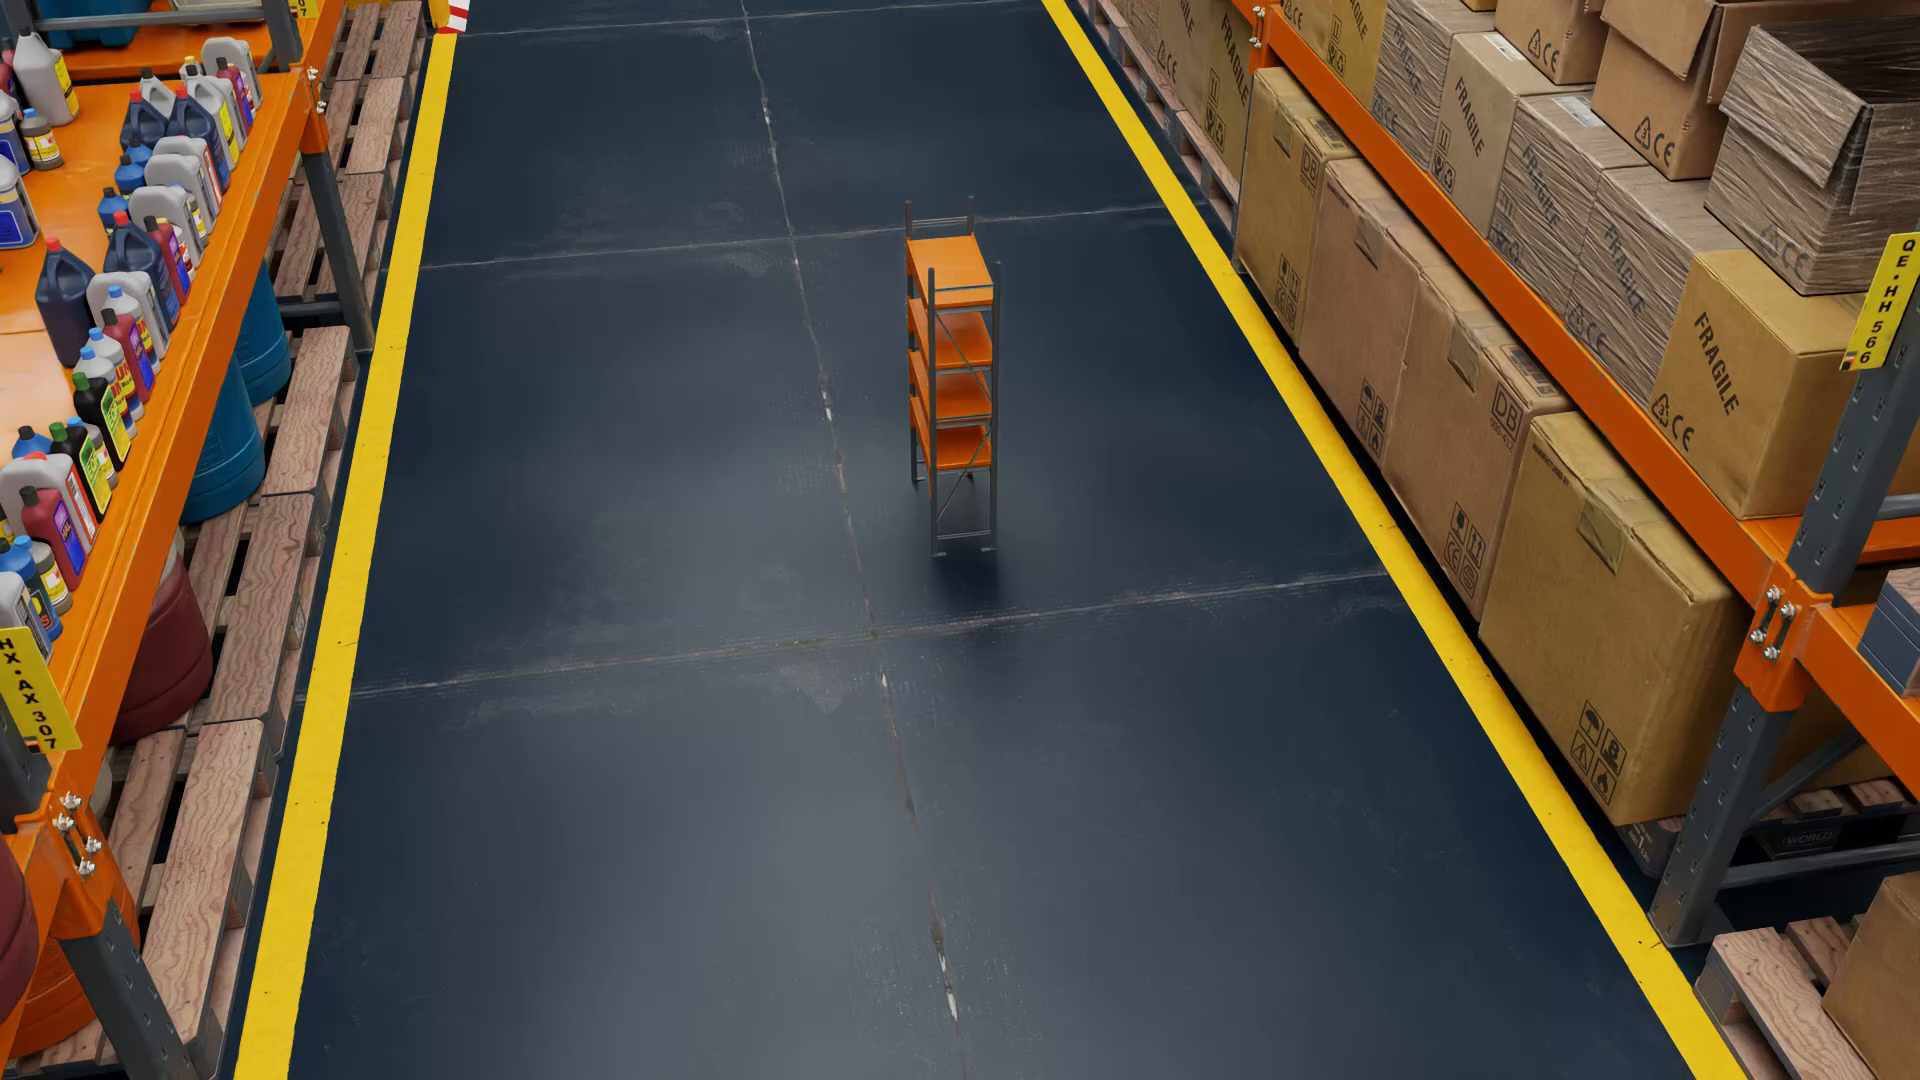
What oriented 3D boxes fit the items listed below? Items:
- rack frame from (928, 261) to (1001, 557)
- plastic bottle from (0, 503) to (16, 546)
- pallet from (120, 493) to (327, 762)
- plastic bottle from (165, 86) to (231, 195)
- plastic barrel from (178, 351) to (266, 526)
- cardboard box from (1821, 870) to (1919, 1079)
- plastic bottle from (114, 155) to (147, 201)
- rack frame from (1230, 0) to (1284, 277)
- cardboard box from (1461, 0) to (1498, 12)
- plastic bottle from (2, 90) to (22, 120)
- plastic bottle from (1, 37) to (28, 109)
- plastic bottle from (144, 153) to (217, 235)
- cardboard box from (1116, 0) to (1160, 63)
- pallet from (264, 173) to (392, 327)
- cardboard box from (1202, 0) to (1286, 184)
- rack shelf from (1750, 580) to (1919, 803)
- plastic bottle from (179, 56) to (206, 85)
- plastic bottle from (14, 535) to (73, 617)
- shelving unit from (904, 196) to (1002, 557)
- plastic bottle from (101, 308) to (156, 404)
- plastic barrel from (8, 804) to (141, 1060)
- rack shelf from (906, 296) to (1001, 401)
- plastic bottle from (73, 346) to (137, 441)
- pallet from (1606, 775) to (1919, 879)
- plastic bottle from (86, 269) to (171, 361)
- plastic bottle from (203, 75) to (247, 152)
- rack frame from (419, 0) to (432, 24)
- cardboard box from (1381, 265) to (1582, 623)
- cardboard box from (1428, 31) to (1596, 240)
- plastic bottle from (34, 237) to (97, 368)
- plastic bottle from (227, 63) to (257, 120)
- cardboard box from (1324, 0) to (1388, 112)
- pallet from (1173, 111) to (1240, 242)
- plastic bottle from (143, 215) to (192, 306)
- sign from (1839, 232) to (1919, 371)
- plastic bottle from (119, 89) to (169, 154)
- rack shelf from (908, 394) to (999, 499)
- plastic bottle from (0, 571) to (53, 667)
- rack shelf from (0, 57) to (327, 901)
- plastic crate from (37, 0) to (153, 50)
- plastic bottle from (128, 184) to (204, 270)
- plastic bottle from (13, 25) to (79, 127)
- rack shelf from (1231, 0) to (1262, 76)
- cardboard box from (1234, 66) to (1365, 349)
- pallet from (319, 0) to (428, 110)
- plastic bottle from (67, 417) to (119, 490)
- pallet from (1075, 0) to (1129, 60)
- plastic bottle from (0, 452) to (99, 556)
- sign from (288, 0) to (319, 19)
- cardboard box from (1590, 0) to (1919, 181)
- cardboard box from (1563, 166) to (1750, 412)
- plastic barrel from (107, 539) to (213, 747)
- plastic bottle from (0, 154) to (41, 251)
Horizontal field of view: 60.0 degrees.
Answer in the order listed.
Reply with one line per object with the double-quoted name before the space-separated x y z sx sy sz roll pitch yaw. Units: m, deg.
"rack frame" 0.014 -0.426 5.821 0.240 1.200 0.015 -6 38 -8
"plastic bottle" -2.337 -0.044 4.024 0.097 0.201 0.097 0 38 0
"pallet" -2.768 0.323 5.663 1.003 0.211 1.213 -6 38 -8
"plastic bottle" -2.564 -1.337 5.566 0.144 0.351 0.185 -6 38 -8
"plastic barrel" -2.877 -0.567 5.903 0.600 0.901 0.708 -6 38 -8
"cardboard box" 2.635 1.112 4.053 0.700 0.500 0.500 -8 39 -10
"plastic bottle" -2.636 -1.102 5.329 0.097 0.271 0.097 0 38 0
"rack frame" 1.796 -2.520 7.049 1.000 3.000 0.127 -6 38 -8
"cardboard box" 2.025 -2.155 5.680 0.797 0.503 0.637 -6 38 -7
"plastic bottle" -3.374 -1.494 5.889 0.097 0.201 0.097 0 38 0
"plastic bottle" -3.436 -1.674 6.055 0.061 0.283 0.133 -6 38 -8
"plastic bottle" -2.516 -1.129 5.359 0.152 0.276 0.135 -6 38 -8
"cardboard box" 1.446 -3.336 9.488 0.875 0.875 0.875 -6 38 -8
"pallet" -3.247 -1.326 7.785 1.003 0.211 1.213 -6 38 -8
"cardboard box" 1.759 -2.254 8.096 0.875 0.875 0.875 -6 38 -8
"rack shelf" 2.848 1.388 2.605 1.077 0.370 4.000 -6 38 -8
"plastic bottle" -2.812 -1.681 6.131 0.097 0.201 0.097 0 38 0
"plastic bottle" -2.147 0.079 3.865 0.097 0.201 0.097 0 38 0
"shelving unit" -0.029 -0.574 6.011 0.258 1.200 0.503 -6 38 -8
"plastic bottle" -2.294 -0.525 4.575 0.061 0.283 0.133 -6 38 -8
"plastic barrel" -2.481 0.826 4.169 0.600 0.830 0.708 -6 38 -8
"rack shelf" -0.029 -0.697 5.915 0.258 0.148 0.480 -6 38 -8
"plastic bottle" -2.275 -0.389 4.411 0.097 0.271 0.097 0 38 0
"pallet" 2.434 0.513 5.418 1.003 0.211 1.213 -6 38 -8
"plastic bottle" -2.379 -0.656 4.751 0.152 0.276 0.135 -6 38 -8
"plastic bottle" -2.628 -1.515 5.856 0.152 0.276 0.135 -6 38 -8
"rack frame" -3.781 -4.404 9.473 1.000 3.000 0.127 -6 38 -8
"cardboard box" 2.248 -0.389 5.696 1.225 0.875 0.875 -6 38 -8
"cardboard box" 1.903 -1.338 5.445 0.500 0.500 0.500 -6 38 -7
"plastic bottle" -2.530 -0.685 4.727 0.144 0.351 0.185 -6 38 -8
"plastic bottle" -2.645 -1.639 6.076 0.097 0.201 0.097 0 38 0
"cardboard box" 1.720 -1.952 6.236 0.500 0.500 0.500 -6 38 -8
"pallet" 1.740 -1.887 8.507 1.003 0.211 1.213 -6 38 -8
"plastic bottle" -2.390 -0.857 5.003 0.061 0.283 0.133 -6 38 -8
"sign" 1.952 -0.500 3.505 0.100 0.325 0.005 -6 38 -8
"plastic bottle" -2.706 -1.321 5.546 0.144 0.351 0.185 -6 38 -8
"rack shelf" -0.029 -0.364 6.174 0.258 0.148 0.480 -6 38 -8
"plastic bottle" -2.136 0.181 3.673 0.152 0.276 0.135 -6 38 -8
"rack shelf" -2.729 -0.496 5.029 1.077 0.370 4.000 -6 38 -8
"plastic crate" -3.498 -2.250 6.666 0.392 0.384 0.575 -6 38 -8
"plastic bottle" -2.476 -0.989 5.179 0.152 0.276 0.135 -6 38 -8
"plastic bottle" -3.330 -1.696 6.029 0.144 0.351 0.185 -6 38 -8
"rack shelf" 1.446 -3.444 8.825 1.077 0.370 4.000 -6 38 -8
"cardboard box" 1.928 -1.463 7.077 1.225 0.875 0.875 -6 38 -8
"pallet" -3.675 -2.800 9.682 1.003 0.211 1.213 -6 38 -8
"plastic bottle" -2.234 -0.222 4.253 0.097 0.201 0.097 0 38 0
"pallet" 1.312 -3.361 10.404 1.003 0.211 1.213 -6 38 -8
"plastic bottle" -2.217 -0.098 4.033 0.152 0.276 0.135 -6 38 -8
"sign" -2.538 -2.155 6.353 0.100 0.325 0.005 -6 38 -8
"cardboard box" 2.274 -1.377 4.679 0.797 0.503 0.637 -5 38 -7
"cardboard box" 2.086 -0.717 4.646 0.500 0.500 0.500 -7 38 -8
"plastic barrel" -2.679 0.239 5.121 0.600 0.588 0.708 -6 38 -8
"plastic bottle" -3.062 -1.075 5.290 0.152 0.276 0.135 -6 38 -8
